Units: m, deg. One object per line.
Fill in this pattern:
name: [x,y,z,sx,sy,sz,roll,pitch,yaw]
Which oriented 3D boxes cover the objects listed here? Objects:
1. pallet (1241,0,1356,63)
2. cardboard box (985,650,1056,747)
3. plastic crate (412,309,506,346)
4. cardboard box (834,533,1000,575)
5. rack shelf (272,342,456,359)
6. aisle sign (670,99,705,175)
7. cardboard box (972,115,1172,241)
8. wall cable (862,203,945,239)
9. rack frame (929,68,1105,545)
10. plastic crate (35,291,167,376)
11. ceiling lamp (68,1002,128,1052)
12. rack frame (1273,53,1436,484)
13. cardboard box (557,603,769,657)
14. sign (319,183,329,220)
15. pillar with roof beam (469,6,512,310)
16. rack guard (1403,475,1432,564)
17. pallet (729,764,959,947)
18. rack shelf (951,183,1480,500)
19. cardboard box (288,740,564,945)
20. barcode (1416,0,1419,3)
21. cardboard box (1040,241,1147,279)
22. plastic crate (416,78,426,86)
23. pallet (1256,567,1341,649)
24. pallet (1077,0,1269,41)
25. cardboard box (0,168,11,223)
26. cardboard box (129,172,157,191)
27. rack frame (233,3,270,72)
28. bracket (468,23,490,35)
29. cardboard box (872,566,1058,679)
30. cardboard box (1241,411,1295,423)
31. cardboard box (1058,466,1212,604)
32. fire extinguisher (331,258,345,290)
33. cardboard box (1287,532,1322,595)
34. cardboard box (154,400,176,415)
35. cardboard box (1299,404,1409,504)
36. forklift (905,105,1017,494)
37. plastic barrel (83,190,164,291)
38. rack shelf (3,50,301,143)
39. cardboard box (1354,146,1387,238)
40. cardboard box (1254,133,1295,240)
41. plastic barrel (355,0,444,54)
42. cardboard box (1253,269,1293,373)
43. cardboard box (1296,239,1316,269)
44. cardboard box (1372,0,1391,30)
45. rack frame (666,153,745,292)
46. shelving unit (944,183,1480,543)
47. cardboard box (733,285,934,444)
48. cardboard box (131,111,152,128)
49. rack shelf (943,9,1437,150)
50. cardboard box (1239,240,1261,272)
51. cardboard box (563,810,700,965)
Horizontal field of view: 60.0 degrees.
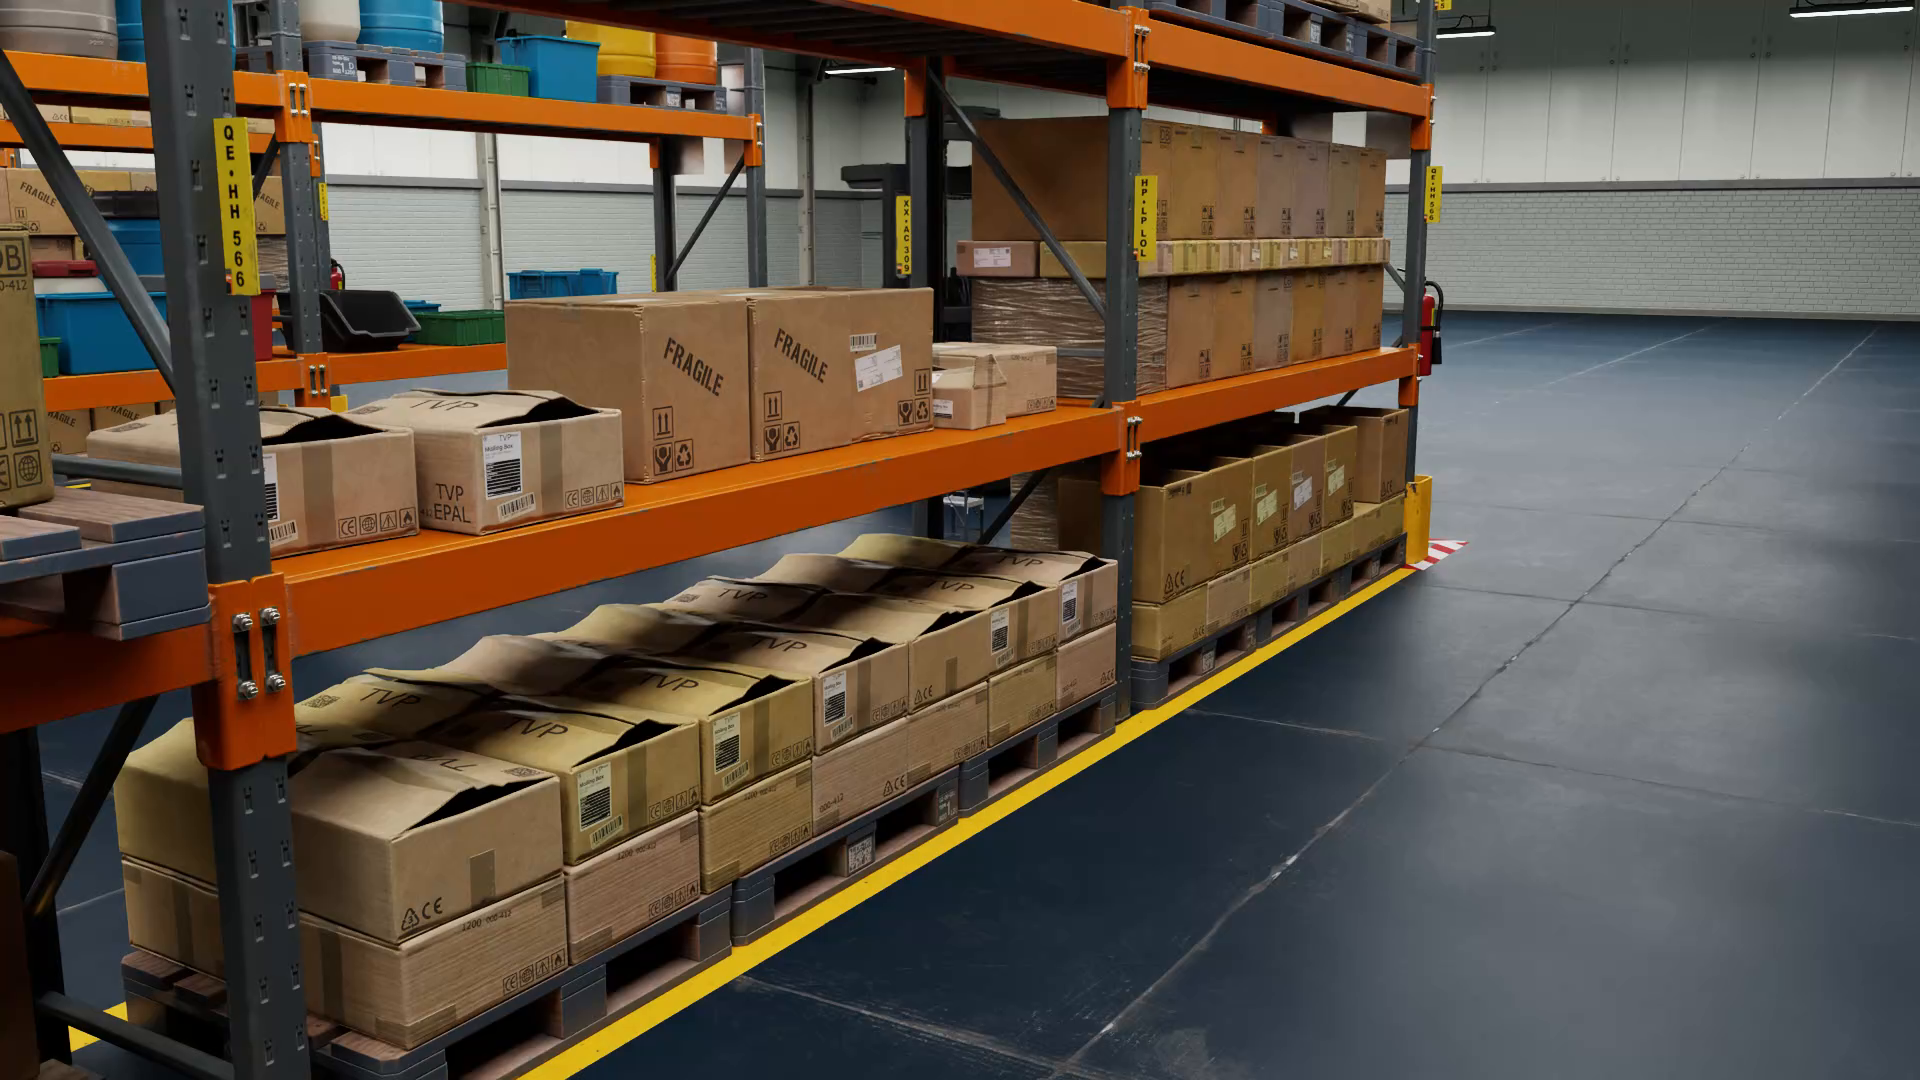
pallet: [1.305,-2.532,8.329,1.003,0.211,1.213,6,12,31]
cardboard box: [0.019,0.544,6.140,0.500,0.250,0.500,6,12,30]
plastic crate: [-3.035,-1.329,10.393,0.450,0.188,0.662,6,12,31]
cardboard box: [-0.177,0.138,6.789,0.500,0.311,0.500,6,12,31]
rack shelf: [-2.943,-1.304,11.105,0.919,0.124,3.809,6,12,31]
aisle sign: [-2.118,-3.193,12.708,0.394,0.787,0.004,6,12,31]
cardboard box: [0.475,-1.530,7.093,0.700,0.500,0.500,6,12,31]
wall cable: [-1.748,-10.224,49.463,3.097,2.526,0.112,6,12,31]
rack frame: [0.253,-0.773,6.844,0.949,2.616,0.053,6,12,31]
plastic crate: [-4.288,-1.036,8.293,0.392,0.384,0.575,6,12,31]
ceiling lamp: [-1.424,1.006,5.492,0.159,0.001,4.000,6,12,31]
rack frame: [2.327,-1.402,10.206,1.000,3.000,0.127,6,12,31]
cardboard box: [-0.974,0.380,5.497,0.500,0.311,0.500,7,13,32]
sign: [-5.674,-3.017,14.829,0.100,0.325,0.005,6,12,31]
pillar with roof beam: [-6.959,-9.114,35.099,9.100,9.000,0.548,6,12,31]
rack guard: [2.339,-0.177,10.456,1.175,0.500,0.348,6,12,31]
pallet: [-0.731,0.910,5.435,1.003,0.211,1.213,6,12,31]
rack shelf: [3.864,-4.651,27.291,11.303,3.100,33.284,6,12,31]
cardboard box: [-1.304,0.671,3.939,0.500,0.311,0.500,7,13,33]
barcode: [2.583,-3.068,9.377,0.001,0.075,0.075,6,12,31]
cardboard box: [0.555,-1.165,6.904,0.380,0.149,0.250,6,12,31]
plastic crate: [-3.494,-2.883,10.680,0.243,0.136,0.396,6,12,31]
pallet: [1.331,0.284,8.778,1.003,0.211,1.213,6,12,31]
pallet: [0.671,-2.340,7.308,1.003,0.211,1.213,6,12,31]
cardboard box: [-7.505,-2.532,12.445,0.500,0.500,0.500,6,12,31]
cardboard box: [-6.728,-2.768,13.706,0.500,0.500,0.500,6,12,31]
rack frame: [-6.138,-5.298,14.713,1.000,3.000,0.127,6,12,31]
bracket: [-10.550,-11.196,36.435,0.235,0.232,0.430,6,12,31]
cardboard box: [0.020,0.270,6.082,0.500,0.311,0.500,7,13,32]
cardboard box: [1.600,-0.484,9.594,0.500,0.500,0.500,6,12,31]
cardboard box: [0.759,-0.039,7.221,0.500,0.500,0.500,6,12,31]
fire extinguisher: [-5.684,-2.285,15.133,0.296,0.674,0.183,6,12,31]
cardboard box: [1.533,0.093,8.553,0.500,0.250,0.500,6,12,31]
cardboard box: [-6.757,-1.133,14.420,0.500,0.500,0.500,-10,14,-43]
cardboard box: [2.303,-0.513,9.749,0.500,0.500,0.500,6,12,31]
forklift: [-0.280,-2.014,13.659,1.130,2.935,3.031,-7,13,-34]
plastic barrel: [-4.441,-1.461,9.161,0.600,0.901,0.708,6,12,31]
rack shelf: [-5.020,-2.053,7.487,1.077,0.370,4.000,6,12,31]
cardboard box: [2.046,-2.008,9.648,0.700,0.500,0.500,6,12,31]
cardboard box: [1.257,-1.767,8.358,0.700,0.500,0.500,6,12,31]
plastic barrel: [-3.373,-3.320,9.798,0.600,0.901,0.708,6,12,31]
cardboard box: [1.272,-1.135,8.510,0.700,0.500,0.500,7,13,32]
cardboard box: [1.620,-1.488,8.631,0.380,0.149,0.250,7,13,32]
cardboard box: [2.025,-3.112,9.389,0.797,0.503,0.637,7,13,35]
rack frame: [-1.907,-1.876,12.739,0.949,2.616,0.053,6,12,31]
shelving unit: [3.863,-4.651,27.289,11.303,3.100,33.289,6,12,31]
cardboard box: [-0.436,-0.620,5.757,0.500,0.500,0.500,7,13,35]
cardboard box: [-6.701,-3.491,13.621,0.500,0.250,0.500,7,13,32]
rack shelf: [1.289,-2.208,8.316,1.077,0.370,4.000,6,12,31]
cardboard box: [1.221,-1.368,7.989,0.380,0.149,0.250,6,12,29]
cardboard box: [-1.043,0.868,4.413,0.500,0.250,0.500,6,12,29]
